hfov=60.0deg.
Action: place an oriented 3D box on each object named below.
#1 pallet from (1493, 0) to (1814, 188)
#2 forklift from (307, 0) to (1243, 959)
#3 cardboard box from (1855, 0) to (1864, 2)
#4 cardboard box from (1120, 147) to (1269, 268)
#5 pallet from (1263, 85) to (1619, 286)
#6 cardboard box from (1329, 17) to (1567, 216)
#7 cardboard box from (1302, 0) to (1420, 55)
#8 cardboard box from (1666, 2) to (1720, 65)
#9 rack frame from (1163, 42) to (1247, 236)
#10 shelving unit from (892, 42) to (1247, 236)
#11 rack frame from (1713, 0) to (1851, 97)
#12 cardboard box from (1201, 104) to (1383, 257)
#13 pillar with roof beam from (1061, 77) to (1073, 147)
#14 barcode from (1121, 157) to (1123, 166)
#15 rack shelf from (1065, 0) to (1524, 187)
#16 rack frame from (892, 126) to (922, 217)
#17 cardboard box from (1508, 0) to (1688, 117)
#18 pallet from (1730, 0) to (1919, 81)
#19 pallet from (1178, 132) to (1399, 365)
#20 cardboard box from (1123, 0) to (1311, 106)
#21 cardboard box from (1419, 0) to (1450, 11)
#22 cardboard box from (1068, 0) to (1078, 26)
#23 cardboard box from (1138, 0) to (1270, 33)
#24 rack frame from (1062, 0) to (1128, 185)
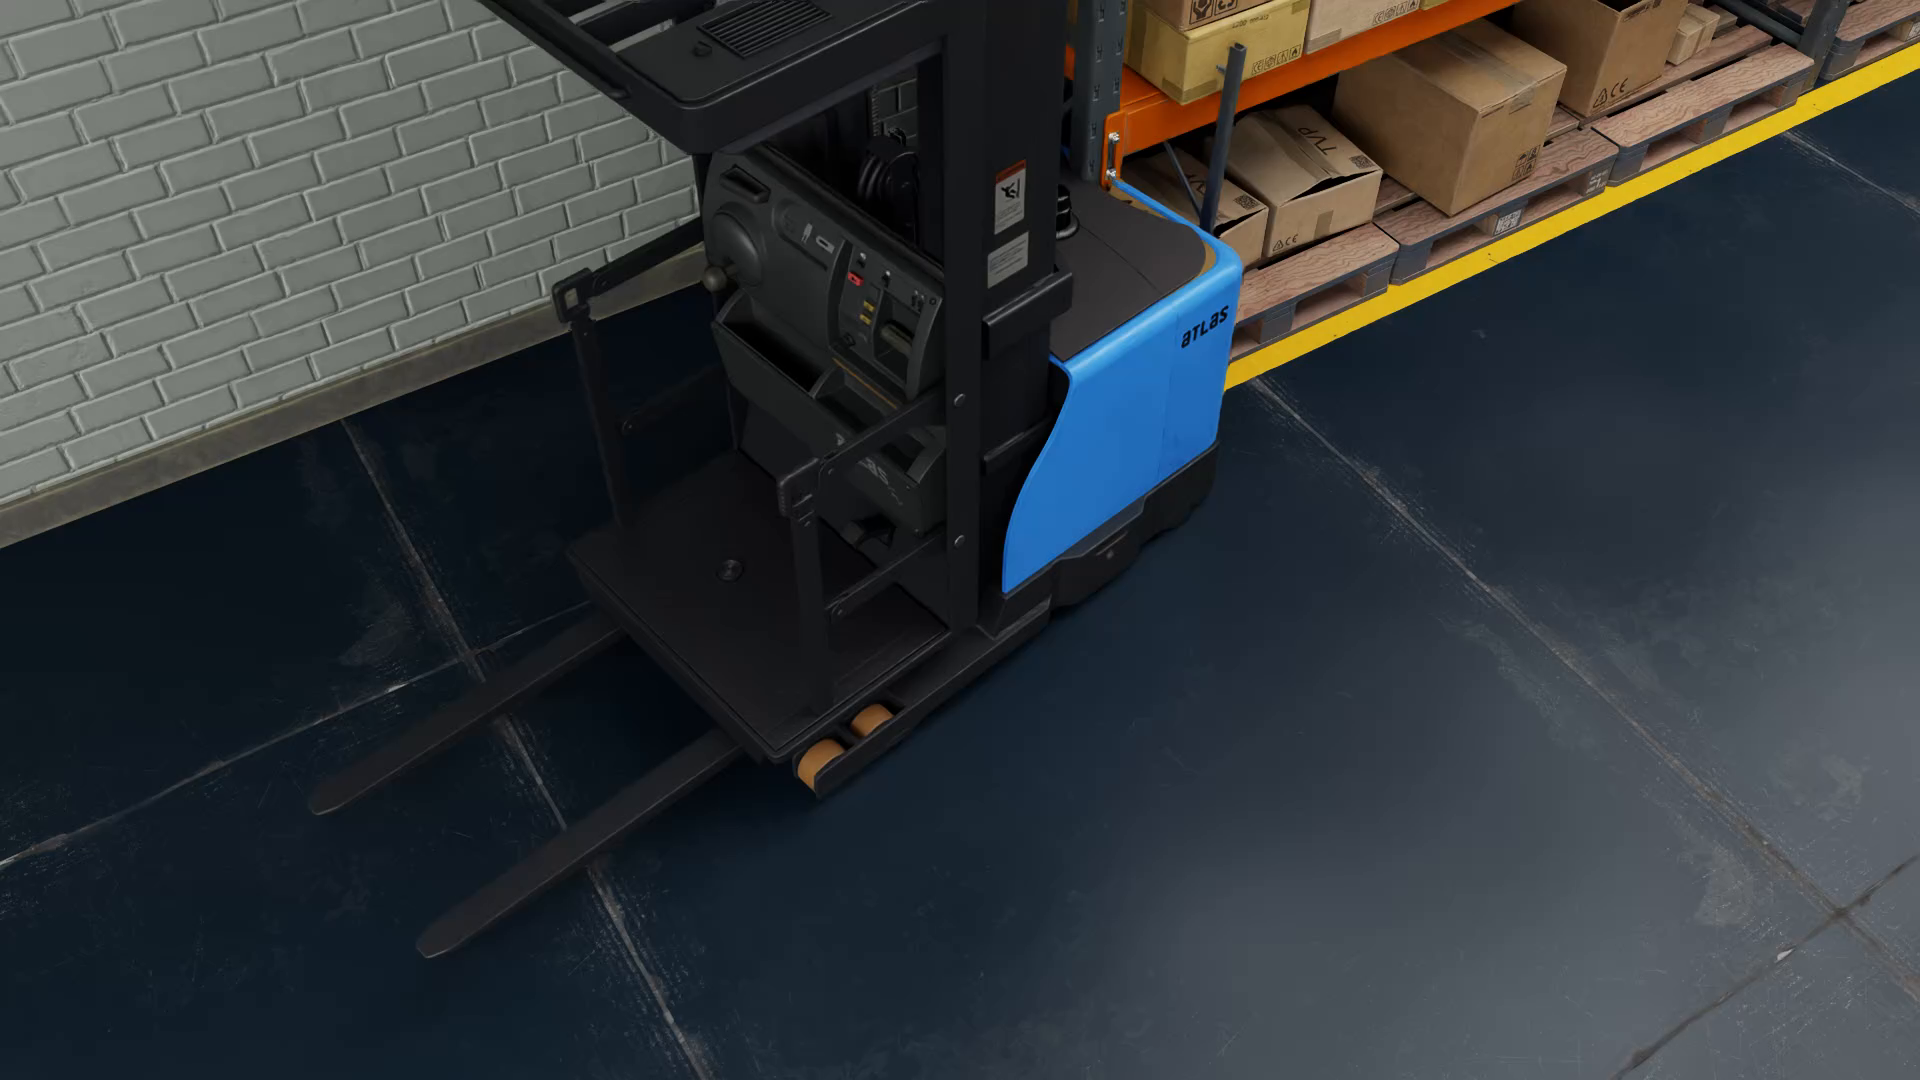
[{"bbox_3d":[3.013,-2.119,7.496,1.213,0.211,1.003,-25,53,-21],"label":"pallet"},{"bbox_3d":[-0.539,-0.652,4.368,3.031,2.935,1.130,-34,57,-27],"label":"forklift"},{"bbox_3d":[4.176,-2.955,7.752,0.500,0.500,0.700,-24,52,-20],"label":"cardboard box"},{"bbox_3d":[0.812,-1.213,6.328,0.500,0.311,0.500,-31,55,-25],"label":"cardboard box"},{"bbox_3d":[1.980,-1.630,7.060,1.213,0.211,1.003,-25,53,-21],"label":"pallet"},{"bbox_3d":[1.941,-1.764,6.692,0.500,0.500,0.700,-28,54,-23],"label":"cardboard box"},{"bbox_3d":[1.193,-1.909,5.529,0.500,0.250,0.500,-27,54,-22],"label":"cardboard box"},{"bbox_3d":[3.126,-2.308,7.400,0.250,0.166,0.380,-32,56,-25],"label":"cardboard box"},{"bbox_3d":[0.661,-1.150,5.740,0.500,1.500,0.032,35,58,24],"label":"rack frame"},{"bbox_3d":[0.322,-0.862,5.494,0.538,1.500,1.048,35,58,24],"label":"shelving unit"},{"bbox_3d":[3.562,-3.336,6.713,0.127,3.000,1.000,-25,53,-21],"label":"rack frame"},{"bbox_3d":[1.294,-1.441,6.530,0.500,0.311,0.500,-21,52,-18],"label":"cardboard box"},{"bbox_3d":[2.607,-1.844,1.366,0.400,9.000,9.100,-25,53,-21],"label":"pillar with roof beam"},{"bbox_3d":[0.614,-1.476,6.556,0.075,0.075,0.001,-25,53,-21],"label":"barcode"},{"bbox_3d":[1.871,-2.300,6.271,4.000,0.370,1.077,-25,53,-21],"label":"rack shelf"},{"bbox_3d":[-0.018,-0.575,5.248,0.500,1.500,0.032,35,58,24],"label":"rack frame"},{"bbox_3d":[2.706,-2.212,7.091,0.500,0.500,0.500,-29,54,-23],"label":"cardboard box"},{"bbox_3d":[4.220,-2.720,8.031,1.213,0.211,1.003,-25,53,-21],"label":"pallet"},{"bbox_3d":[0.949,-1.147,6.630,1.213,0.211,1.003,-25,53,-21],"label":"pallet"},{"bbox_3d":[0.761,-1.693,5.336,0.500,0.250,0.500,-27,54,-22],"label":"cardboard box"},{"bbox_3d":[1.627,-2.108,5.706,0.500,0.250,0.500,-26,53,-21],"label":"cardboard box"},{"bbox_3d":[0.471,-2.008,5.617,0.500,0.250,0.500,-25,53,-20],"label":"cardboard box"},{"bbox_3d":[0.743,-1.949,5.062,0.500,0.500,0.500,-25,53,-21],"label":"cardboard box"},{"bbox_3d":[0.179,-1.742,5.293,0.127,3.000,1.000,-25,53,-21],"label":"rack frame"}]
